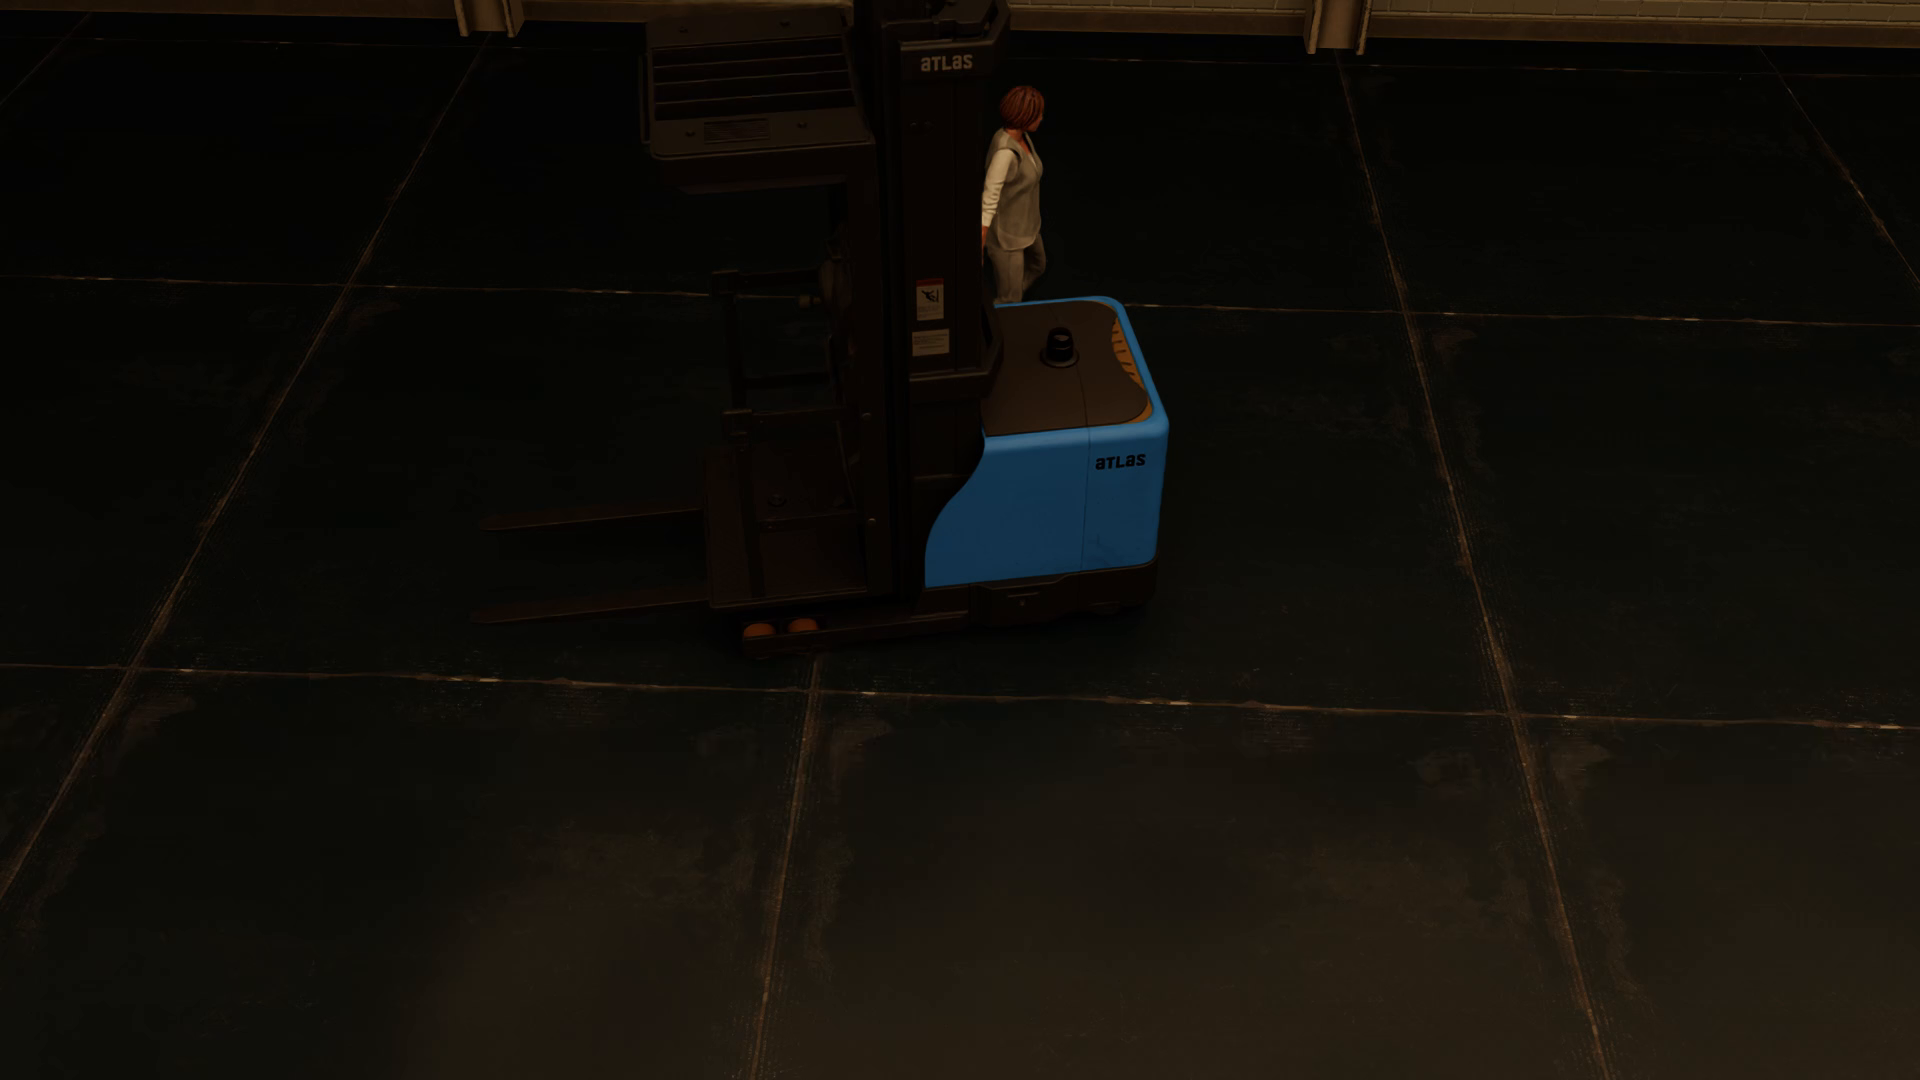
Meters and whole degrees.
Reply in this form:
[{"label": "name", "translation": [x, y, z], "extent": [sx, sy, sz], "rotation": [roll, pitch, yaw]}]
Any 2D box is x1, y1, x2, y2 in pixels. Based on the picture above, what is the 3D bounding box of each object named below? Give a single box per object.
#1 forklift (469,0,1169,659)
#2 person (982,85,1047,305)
[{"label": "forklift", "translation": [-0.678, -0.939, 6.770], "extent": [3.031, 2.935, 1.130], "rotation": [-6, 43, -6]}, {"label": "person", "translation": [0.178, -1.572, 8.528], "extent": [0.438, 1.552, 0.732], "rotation": [11, 44, 12]}]
